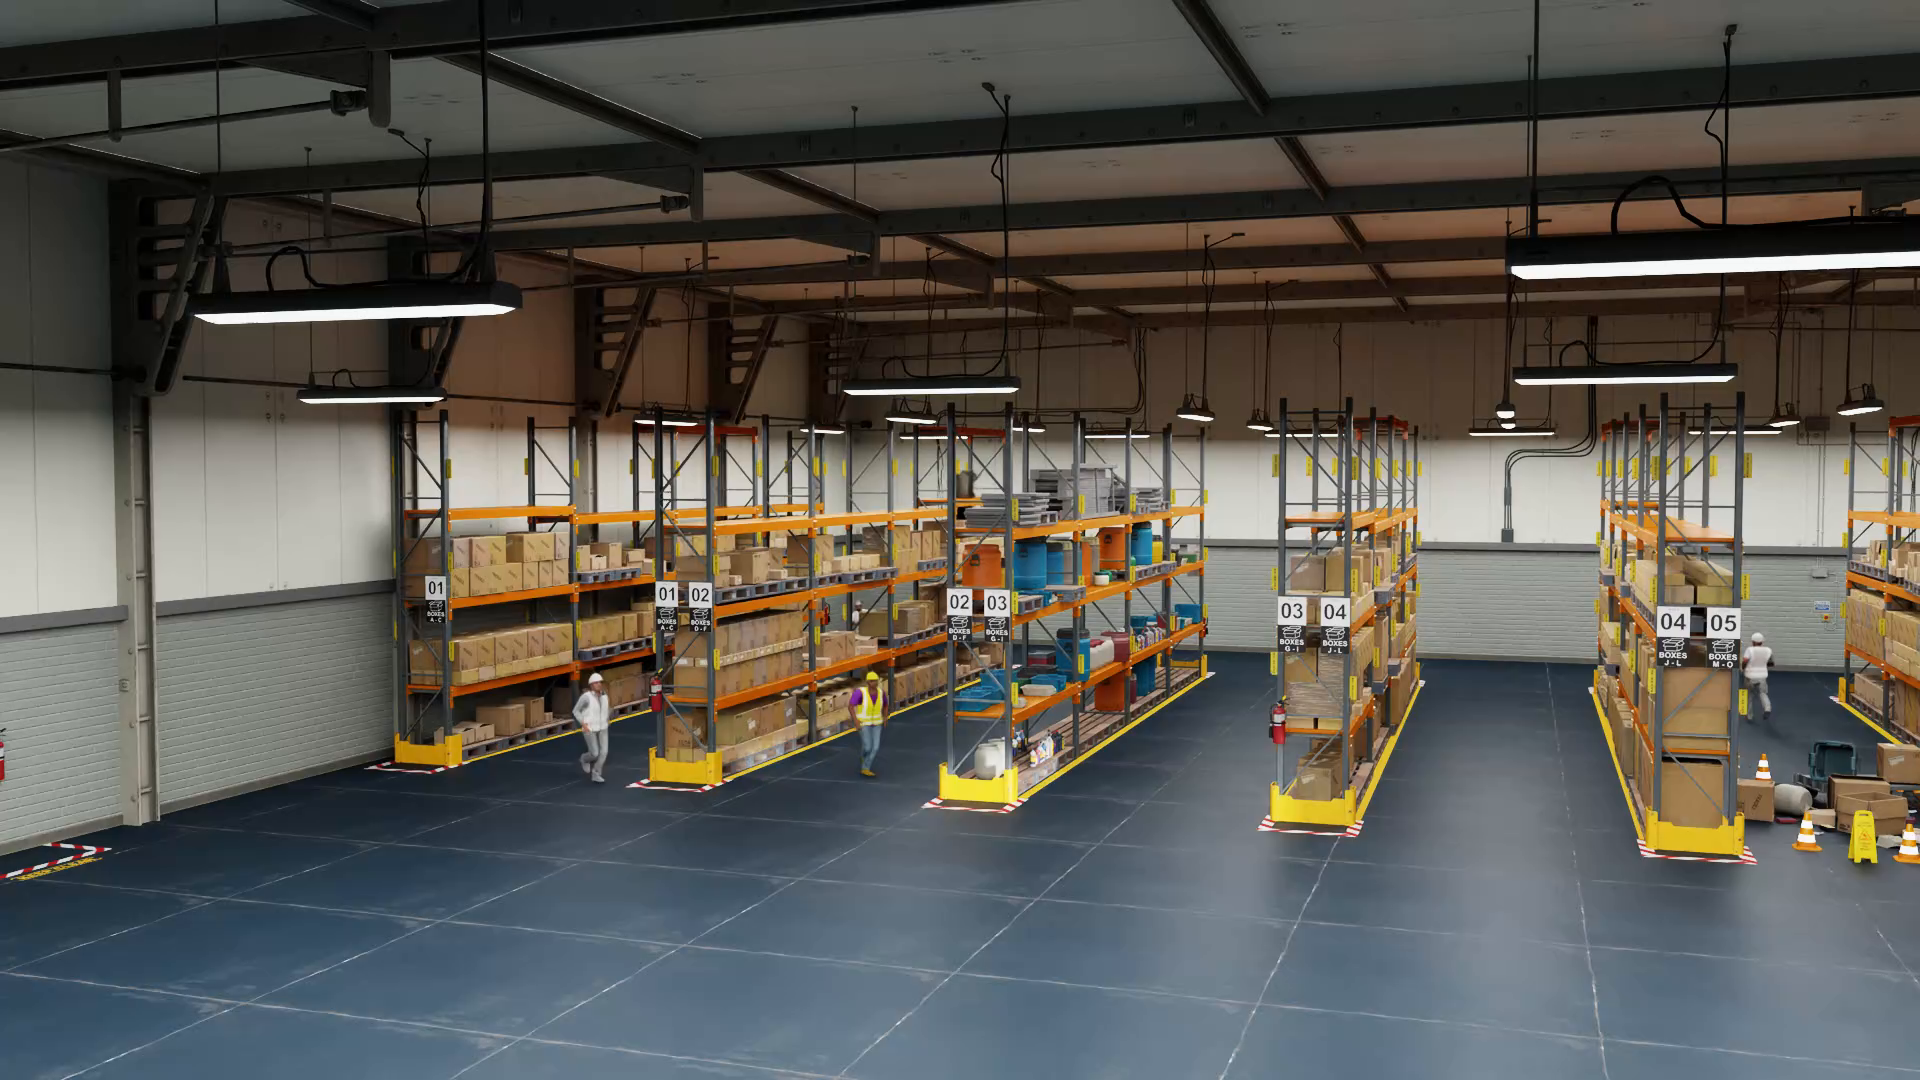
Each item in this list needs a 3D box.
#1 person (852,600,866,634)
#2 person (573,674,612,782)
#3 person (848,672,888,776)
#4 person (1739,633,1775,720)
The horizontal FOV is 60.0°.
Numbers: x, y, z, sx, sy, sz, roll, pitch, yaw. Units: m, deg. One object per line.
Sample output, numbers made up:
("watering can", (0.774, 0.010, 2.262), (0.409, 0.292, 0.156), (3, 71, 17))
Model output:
("person", (-2.526, 2.360, 42.289), (0.606, 1.673, 0.889), (0, 2, 0))
("person", (-5.877, 3.001, 26.645), (0.677, 1.727, 0.634), (-2, 3, -41))
("person", (-1.495, 2.990, 27.168), (0.701, 1.700, 0.591), (-1, 3, -21))
("person", (15.691, 2.704, 32.741), (0.682, 1.764, 0.957), (0, 2, 8))
